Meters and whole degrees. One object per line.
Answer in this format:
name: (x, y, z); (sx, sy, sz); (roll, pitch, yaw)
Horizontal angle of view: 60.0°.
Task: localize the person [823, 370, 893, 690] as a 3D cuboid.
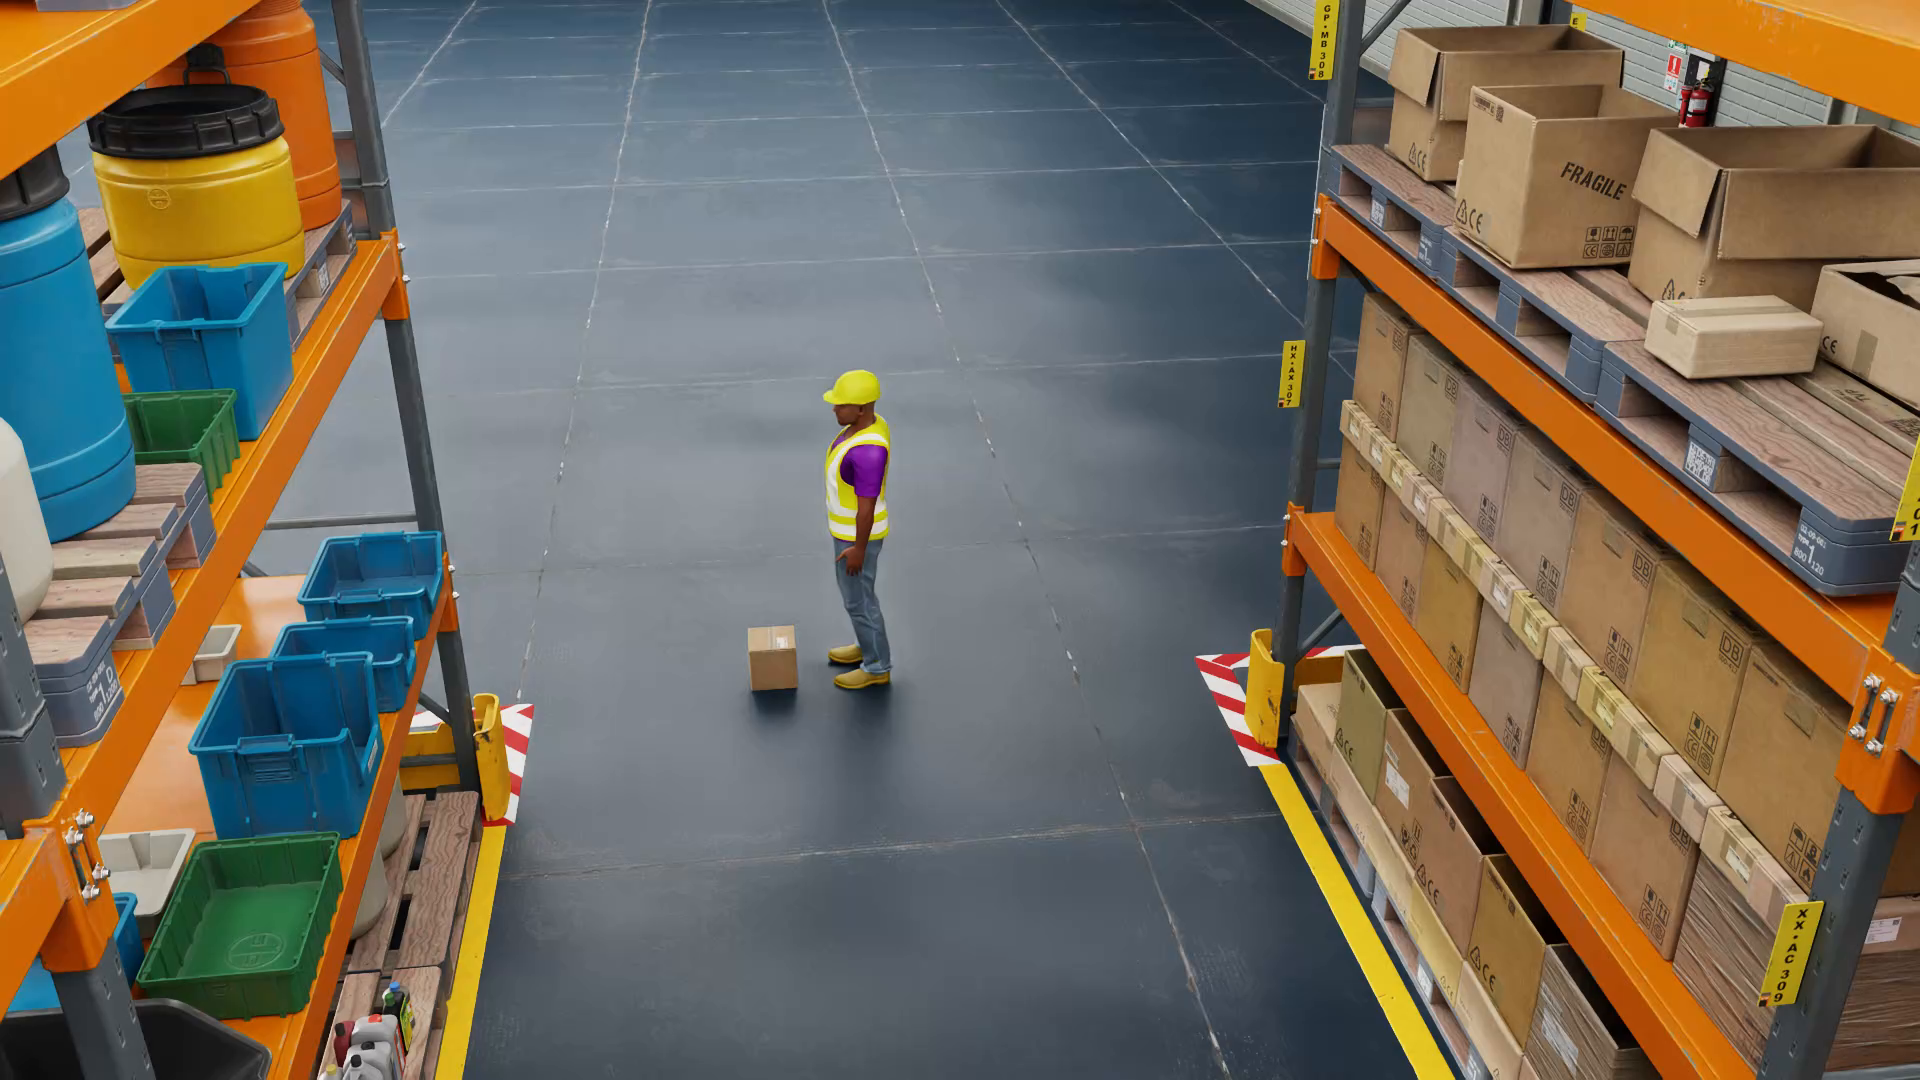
person: (-0.534, -0.058, 8.715); (0.365, 1.760, 0.563); (-3, 27, -6)
